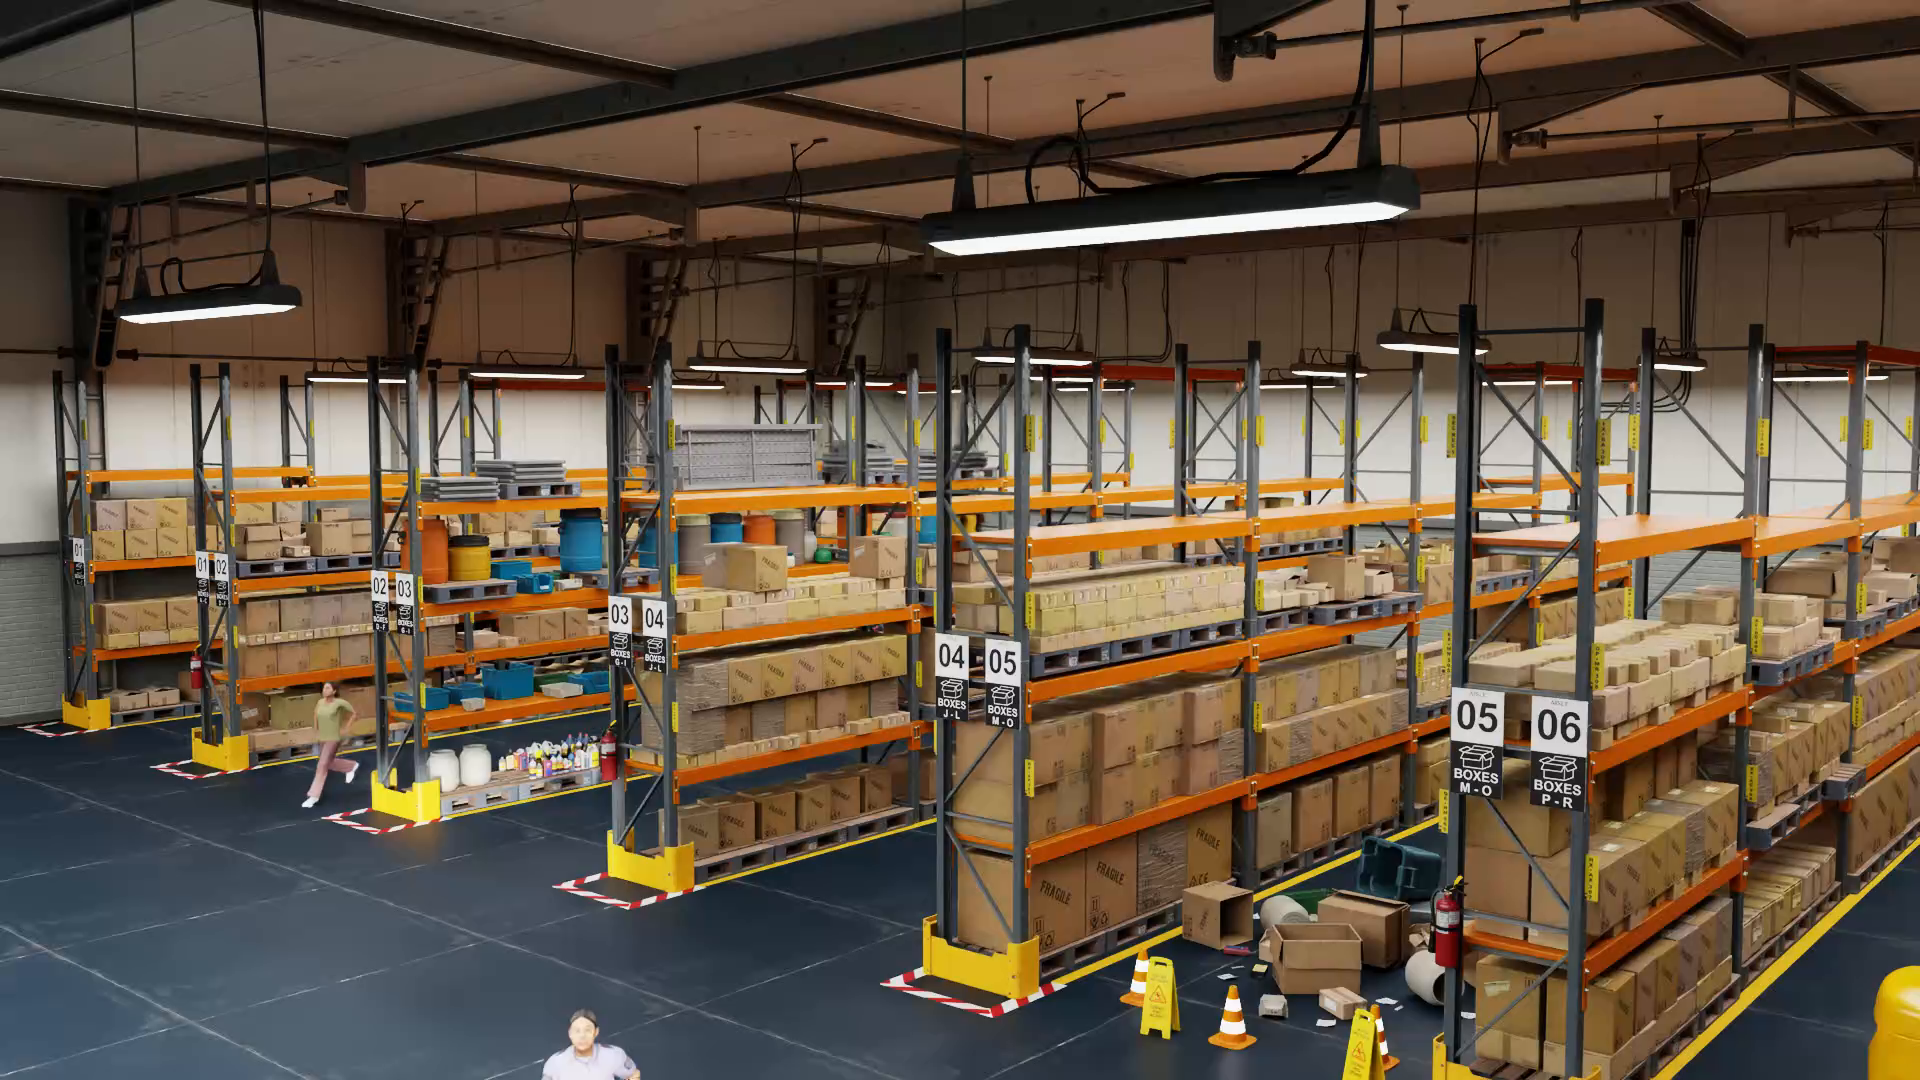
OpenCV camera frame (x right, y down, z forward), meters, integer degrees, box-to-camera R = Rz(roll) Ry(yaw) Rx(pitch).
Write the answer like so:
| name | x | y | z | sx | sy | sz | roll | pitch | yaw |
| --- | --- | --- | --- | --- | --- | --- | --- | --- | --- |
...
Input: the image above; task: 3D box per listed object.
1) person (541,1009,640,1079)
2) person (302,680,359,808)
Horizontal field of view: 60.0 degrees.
| name | x | y | z | sx | sy | sz | roll | pitch | yaw |
| --- | --- | --- | --- | --- | --- | --- | --- | --- | --- |
| person | -2.234 | 3.632 | 9.995 | 0.590 | 1.610 | 0.593 | 0 | 4 | -6 |
| person | -8.543 | 2.719 | 22.599 | 0.570 | 1.659 | 1.088 | 2 | 4 | 23 |
